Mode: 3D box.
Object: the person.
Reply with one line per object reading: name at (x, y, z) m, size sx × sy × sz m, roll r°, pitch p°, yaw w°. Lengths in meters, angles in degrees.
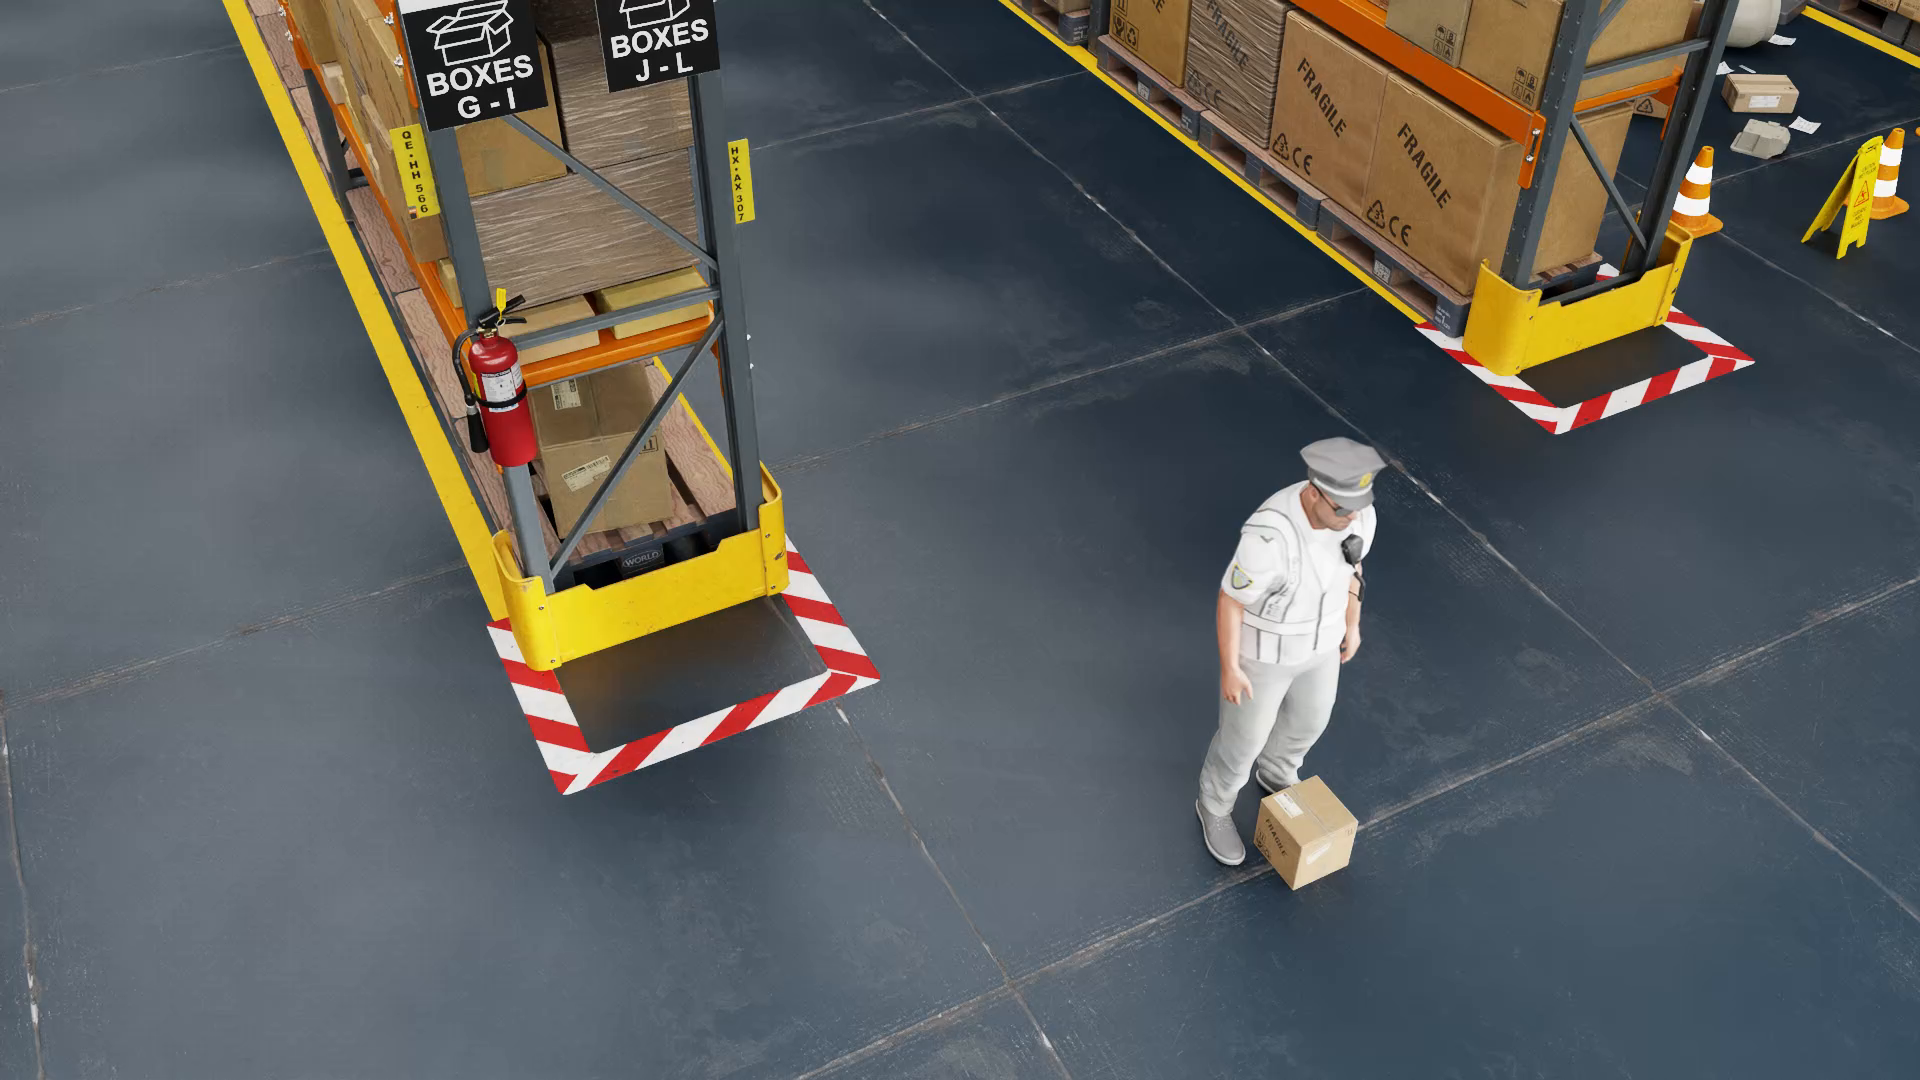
person at (1.126, 0.344, 5.756) m, size 0.586 × 1.748 × 0.433 m, roll -19°, pitch 45°, yaw -21°
